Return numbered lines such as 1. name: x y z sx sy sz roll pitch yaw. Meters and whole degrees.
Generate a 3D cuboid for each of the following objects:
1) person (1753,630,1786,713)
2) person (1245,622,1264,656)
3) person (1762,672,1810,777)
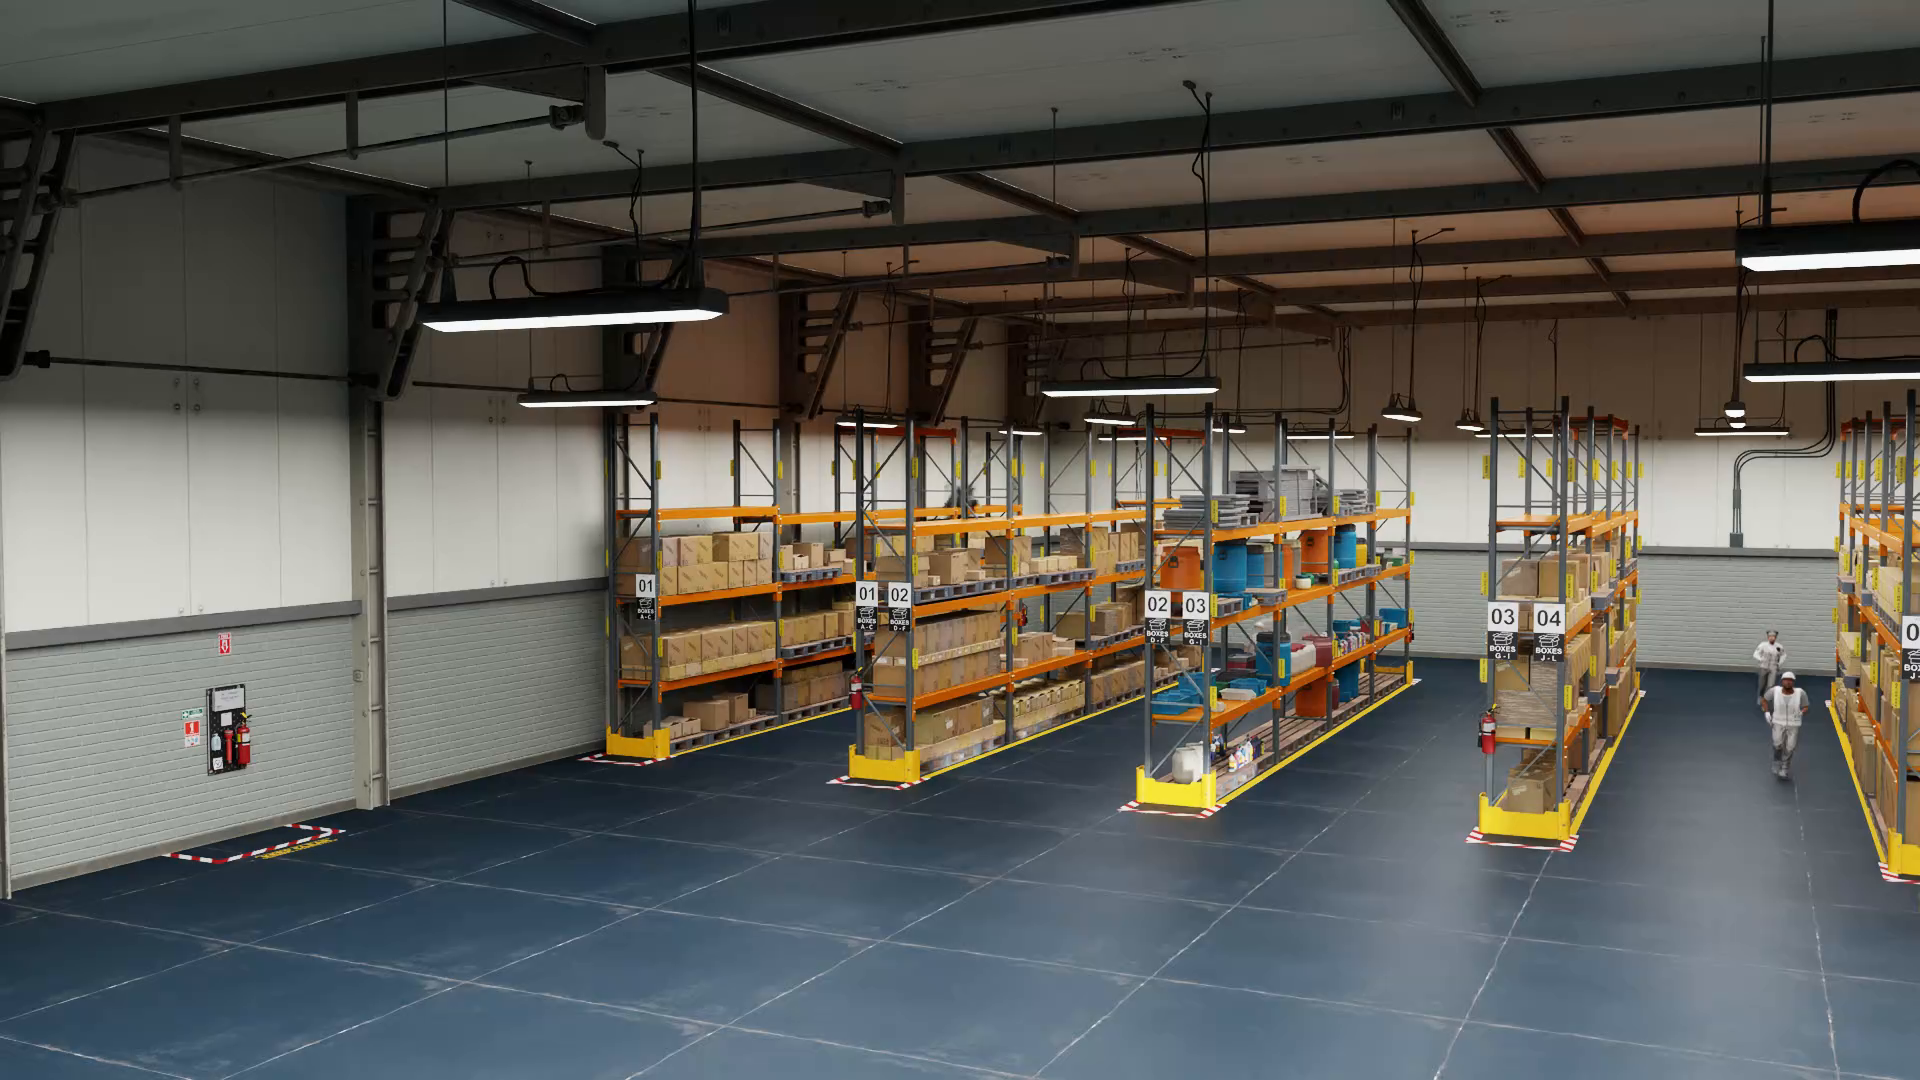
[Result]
1. person: 16.865 2.709 34.637 0.626 1.703 0.825 1 3 25
2. person: 6.367 2.624 35.340 0.669 1.779 1.006 1 3 27
3. person: 13.340 2.991 26.849 0.679 1.732 0.638 1 3 21
